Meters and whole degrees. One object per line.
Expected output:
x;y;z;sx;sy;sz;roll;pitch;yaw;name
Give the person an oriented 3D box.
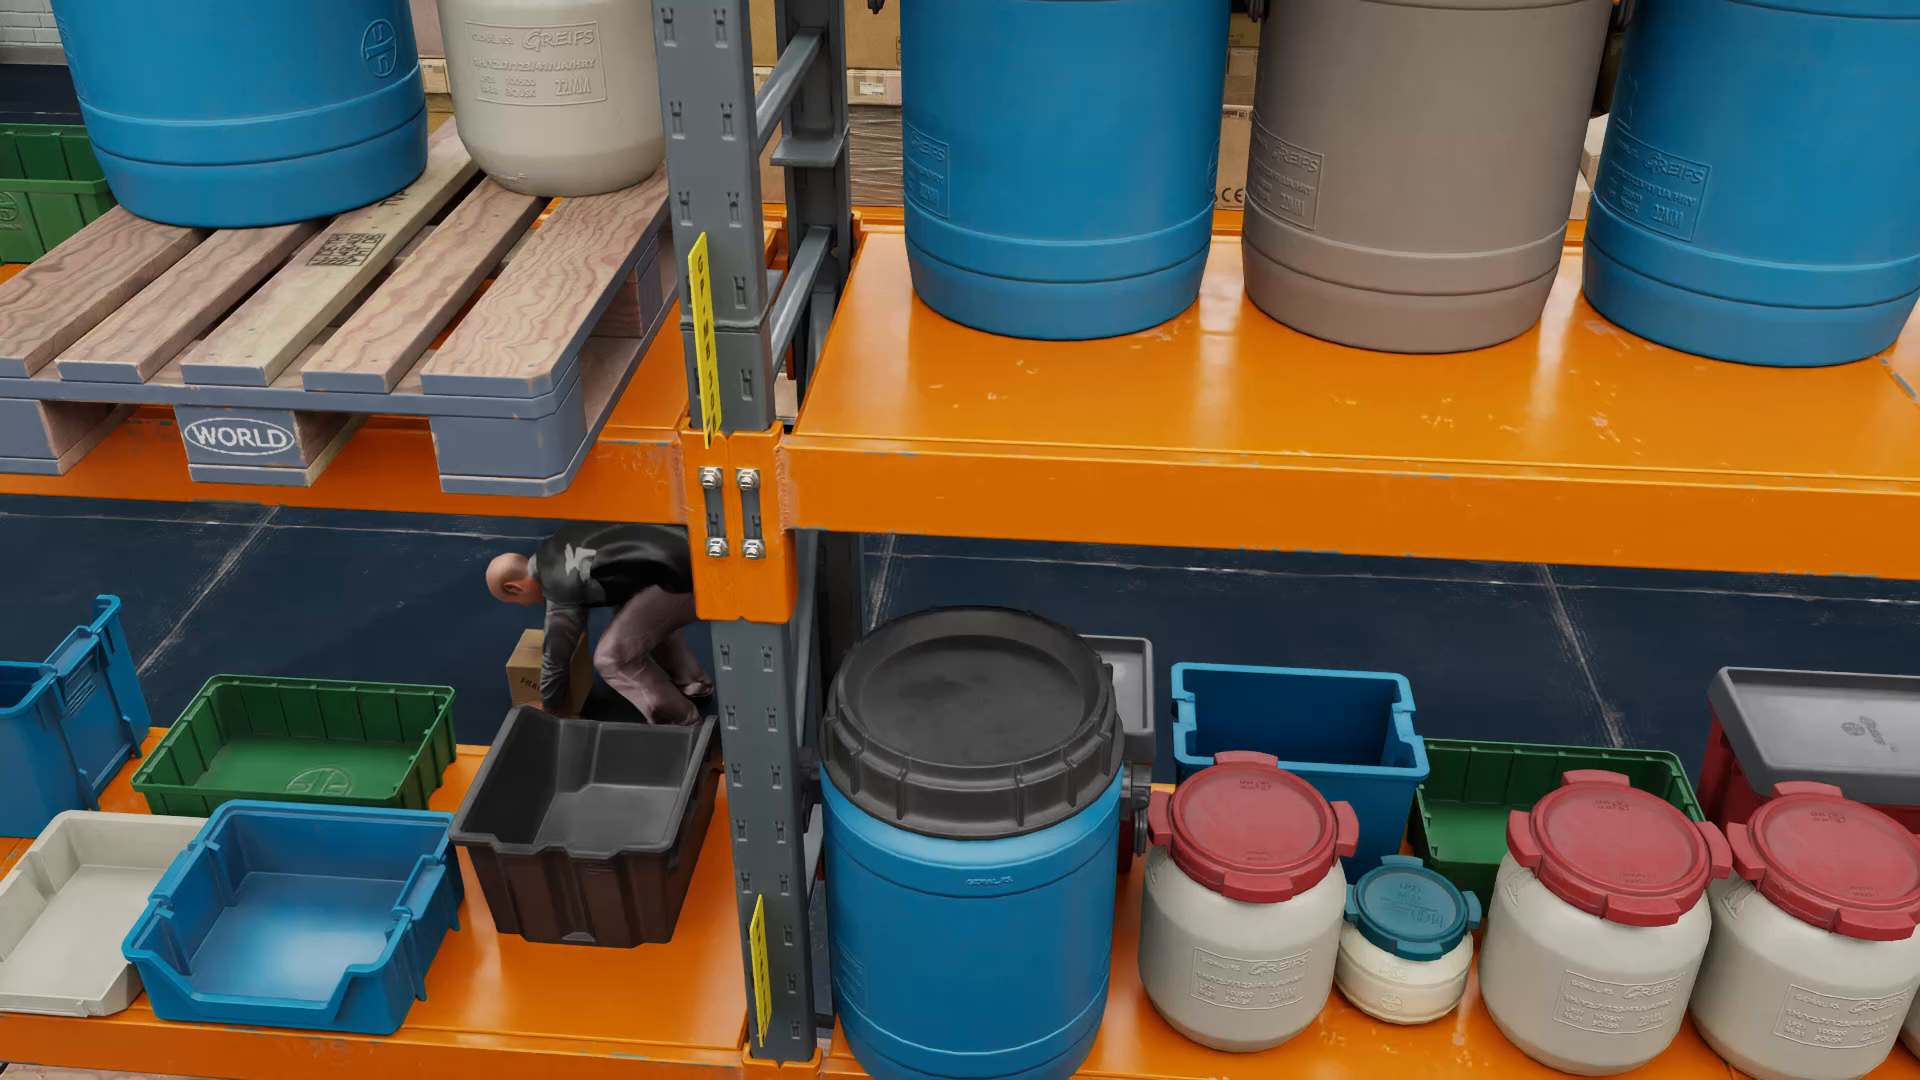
-1.322;0.296;6.378;0.945;0.987;0.508;1;32;2;person
